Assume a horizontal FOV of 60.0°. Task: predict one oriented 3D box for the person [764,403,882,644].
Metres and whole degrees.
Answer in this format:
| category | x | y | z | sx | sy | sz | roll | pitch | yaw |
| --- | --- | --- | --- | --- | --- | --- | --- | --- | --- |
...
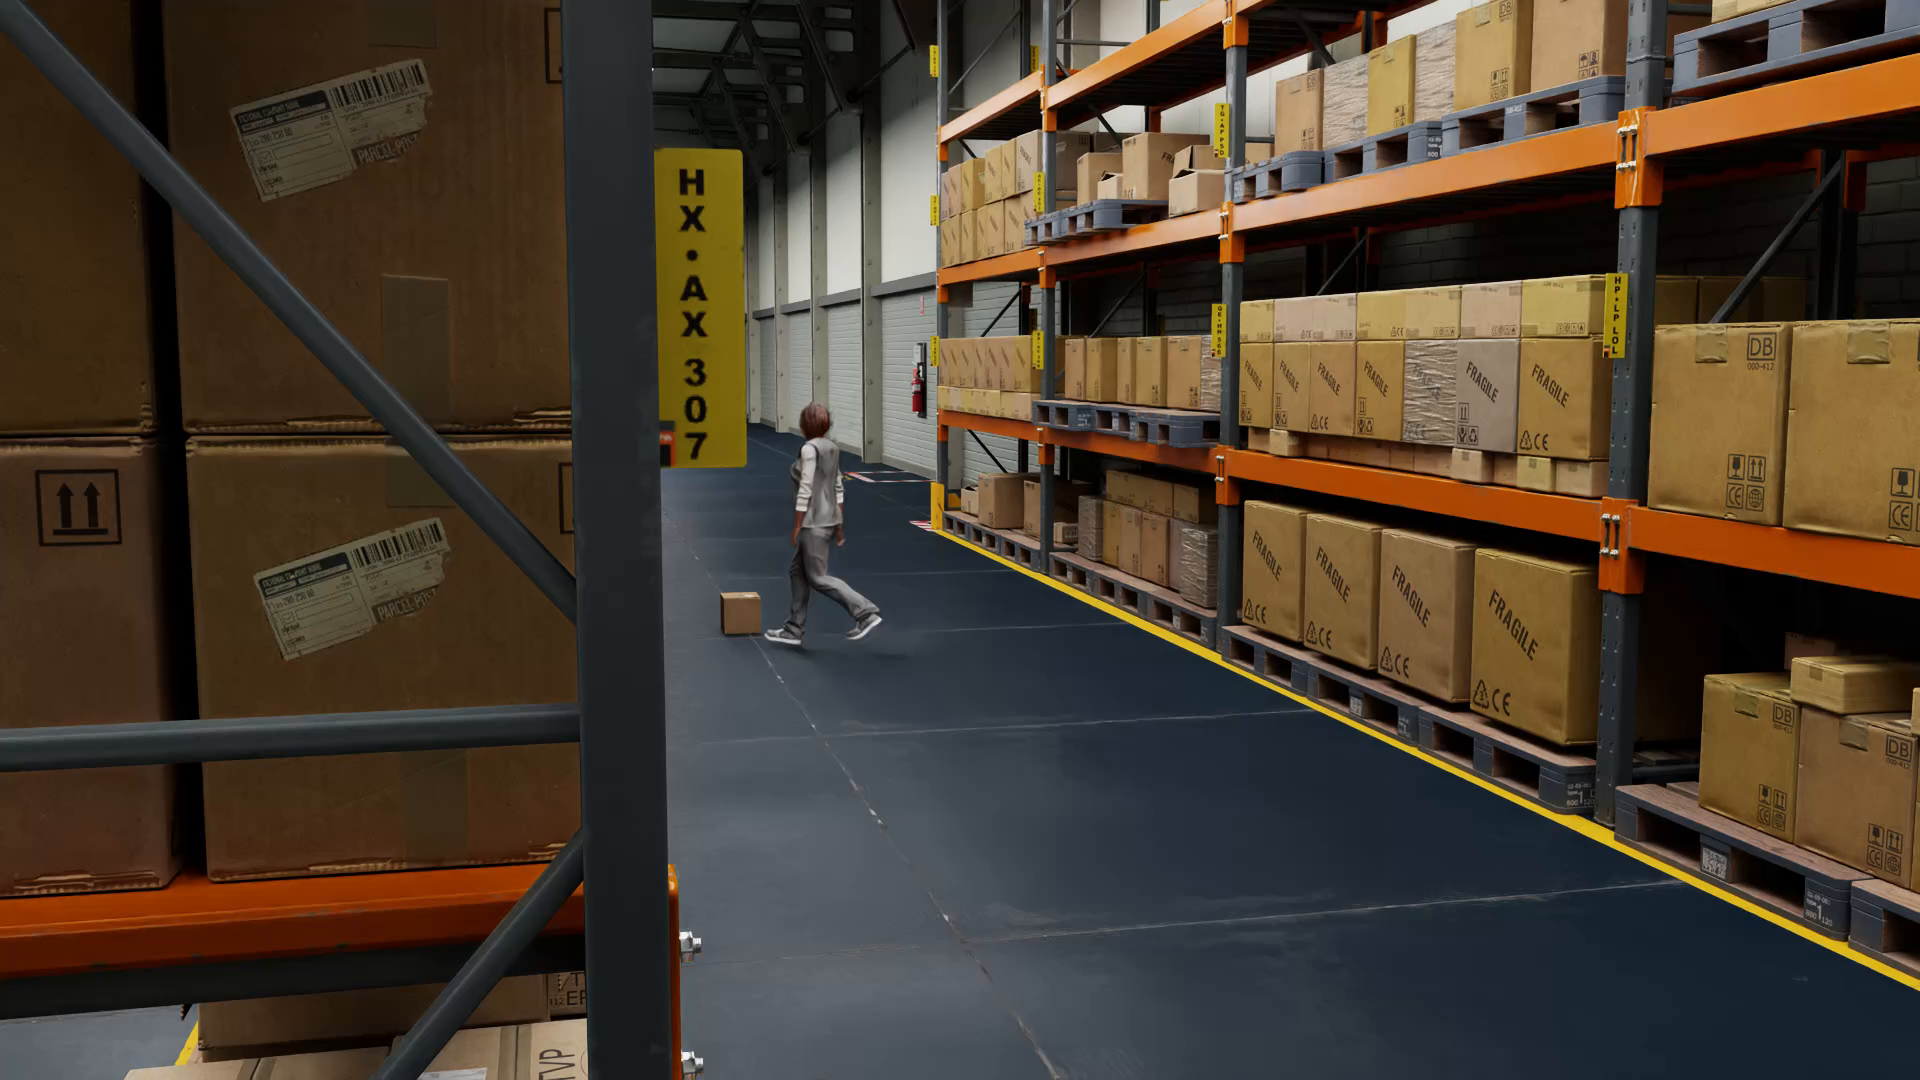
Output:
| category | x | y | z | sx | sy | sz | roll | pitch | yaw |
| --- | --- | --- | --- | --- | --- | --- | --- | --- | --- |
| person | -0.879 | -0.095 | 10.677 | 0.856 | 1.559 | 0.417 | 2 | 7 | 15 |
